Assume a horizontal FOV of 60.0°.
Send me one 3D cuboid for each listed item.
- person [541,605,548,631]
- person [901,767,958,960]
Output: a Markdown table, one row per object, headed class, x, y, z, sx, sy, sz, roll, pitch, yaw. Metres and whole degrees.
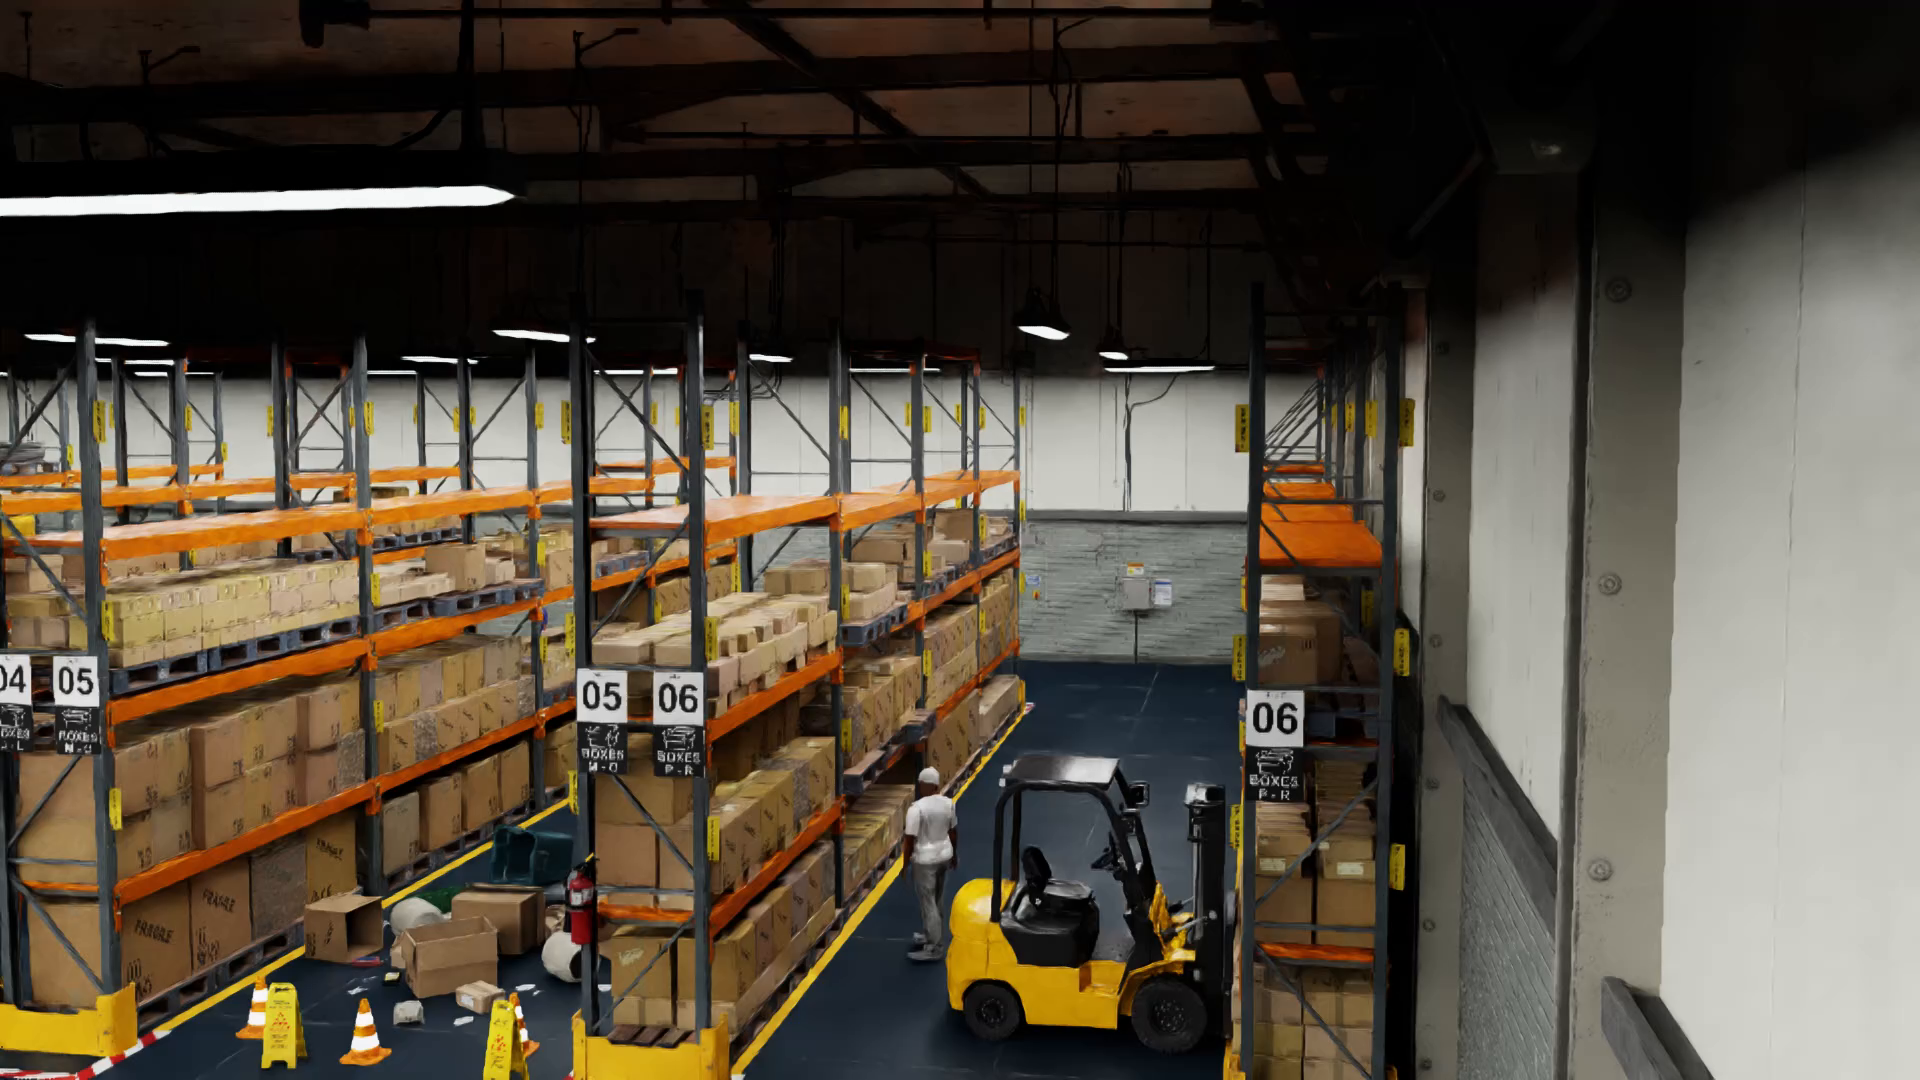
| class | x | y | z | sx | sy | sz | roll | pitch | yaw |
| --- | --- | --- | --- | --- | --- | --- | --- | --- | --- |
| person | -7.757 | 1.855 | 30.900 | 0.361 | 1.634 | 0.557 | -1 | 5 | -17 |
| person | -0.303 | 3.007 | 15.691 | 0.577 | 1.763 | 0.673 | 4 | 6 | 43 |
